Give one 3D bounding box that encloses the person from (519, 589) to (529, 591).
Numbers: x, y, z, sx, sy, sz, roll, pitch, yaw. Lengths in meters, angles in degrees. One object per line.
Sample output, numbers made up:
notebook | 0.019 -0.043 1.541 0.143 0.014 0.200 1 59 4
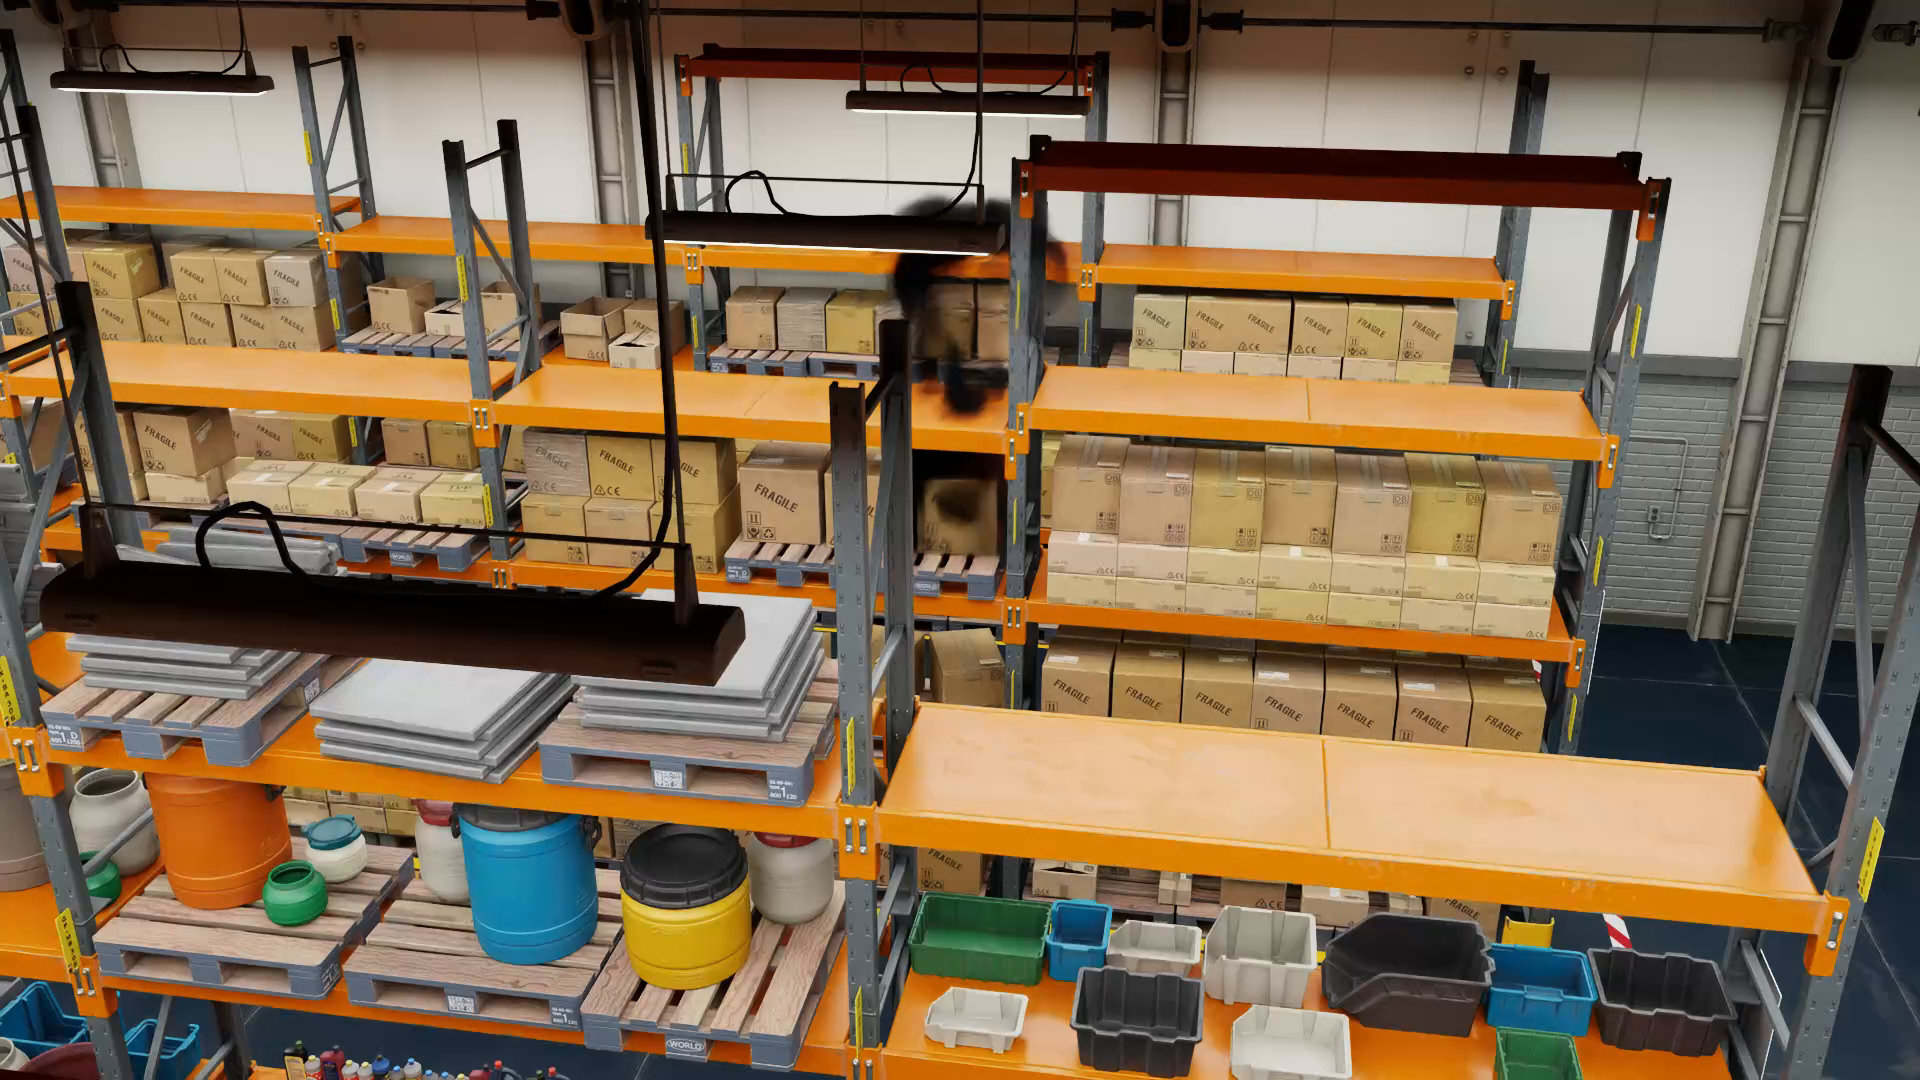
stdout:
person | -3.865 1.110 15.875 0.790 1.477 0.633 -3 23 -8
